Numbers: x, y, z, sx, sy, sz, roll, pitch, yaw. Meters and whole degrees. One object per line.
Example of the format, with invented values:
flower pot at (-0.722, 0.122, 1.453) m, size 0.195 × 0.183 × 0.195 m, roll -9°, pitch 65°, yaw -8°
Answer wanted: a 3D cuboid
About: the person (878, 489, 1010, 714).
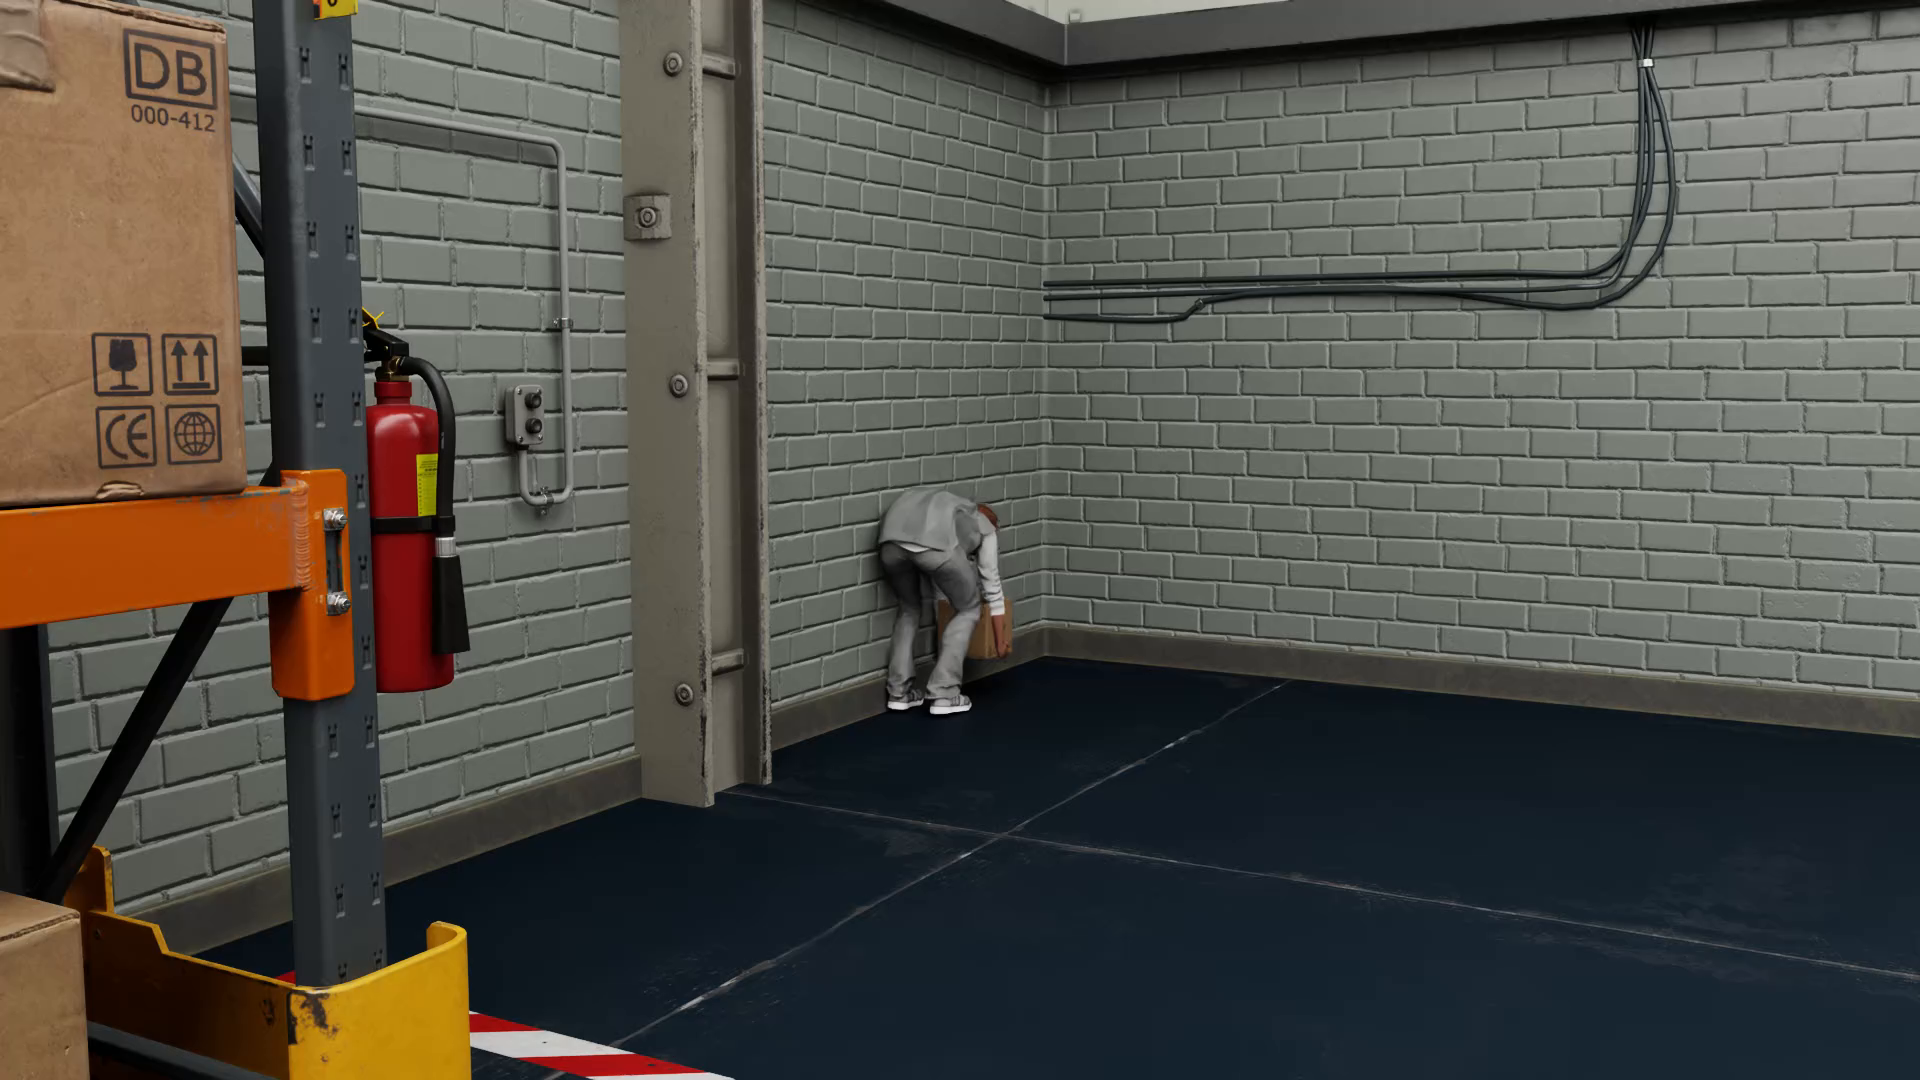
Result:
person at (-0.056, 0.244, 7.282) m, size 0.410 × 0.959 × 0.868 m, roll 3°, pitch 7°, yaw 26°
